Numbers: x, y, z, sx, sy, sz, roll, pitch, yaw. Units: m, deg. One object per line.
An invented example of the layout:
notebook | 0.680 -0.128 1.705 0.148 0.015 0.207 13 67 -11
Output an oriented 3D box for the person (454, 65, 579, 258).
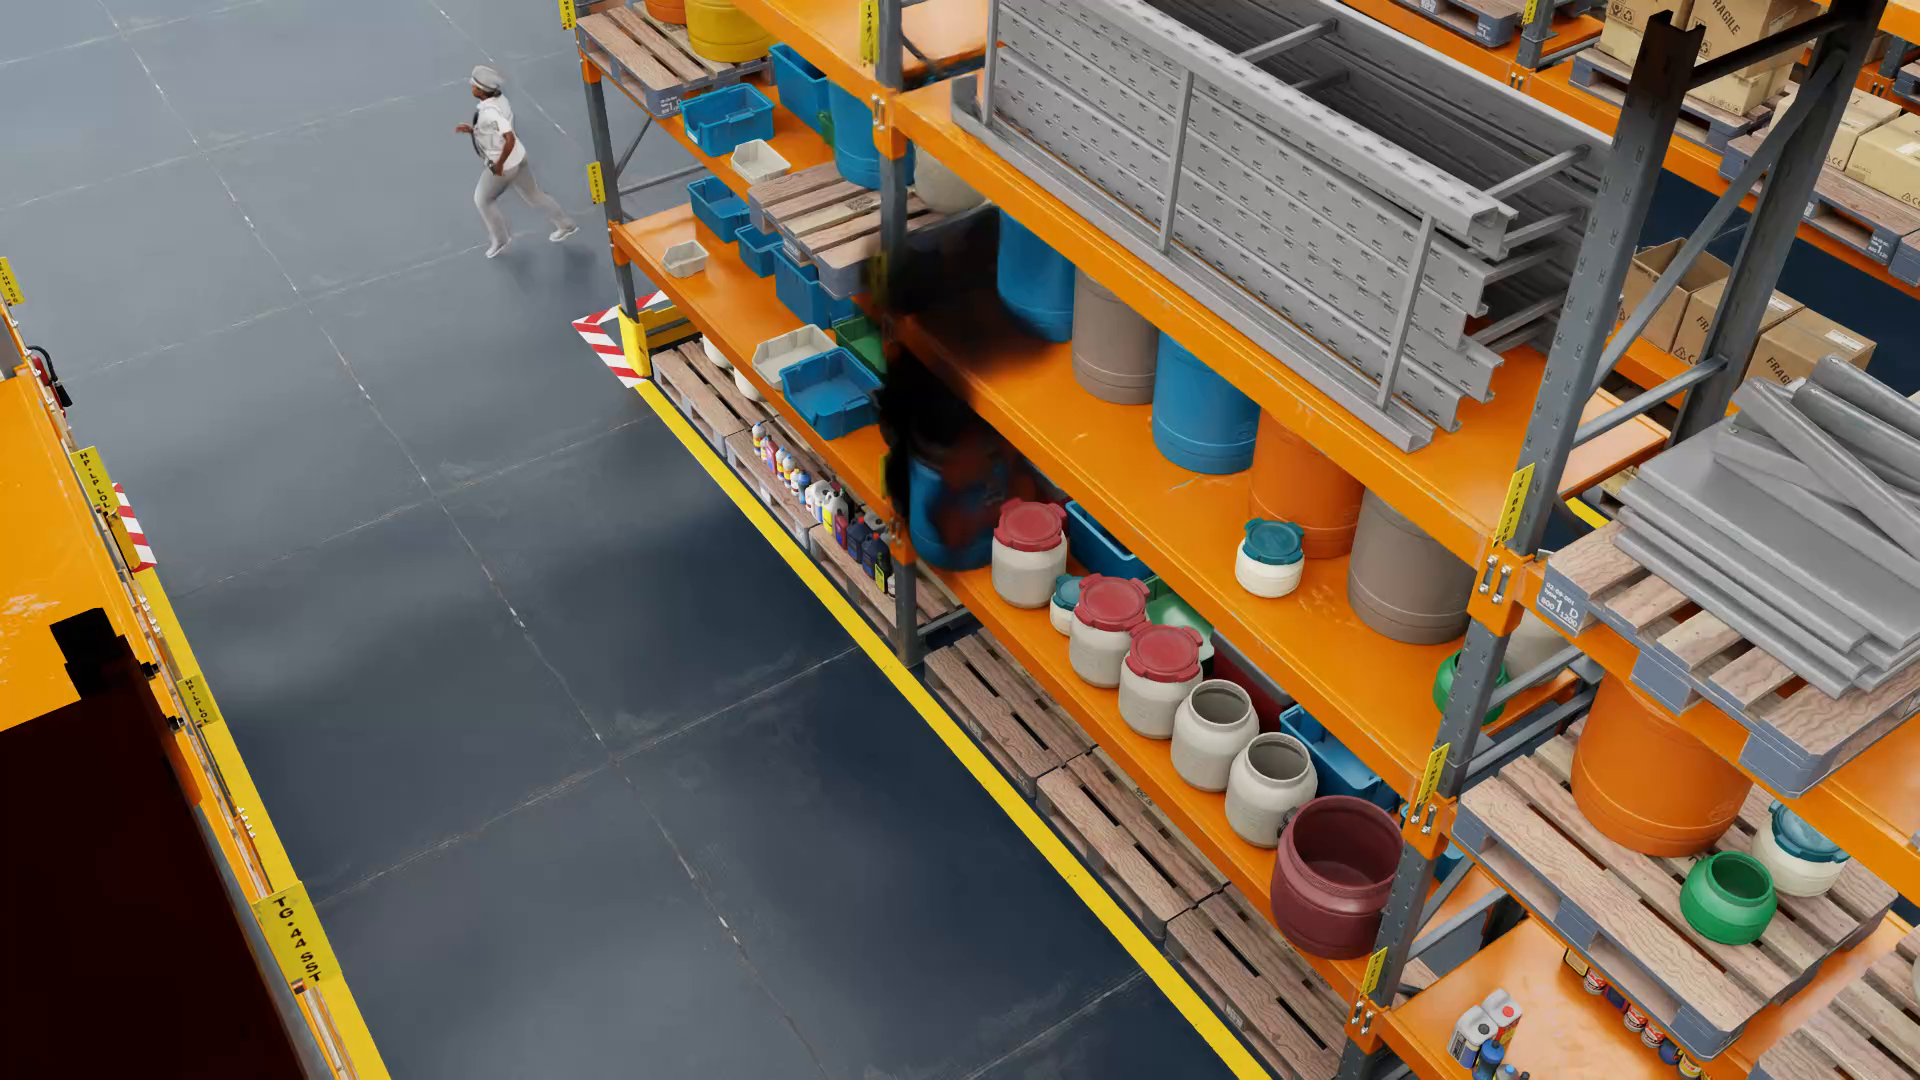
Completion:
person | -3.770 -3.119 13.910 0.867 1.746 0.588 5 43 6
